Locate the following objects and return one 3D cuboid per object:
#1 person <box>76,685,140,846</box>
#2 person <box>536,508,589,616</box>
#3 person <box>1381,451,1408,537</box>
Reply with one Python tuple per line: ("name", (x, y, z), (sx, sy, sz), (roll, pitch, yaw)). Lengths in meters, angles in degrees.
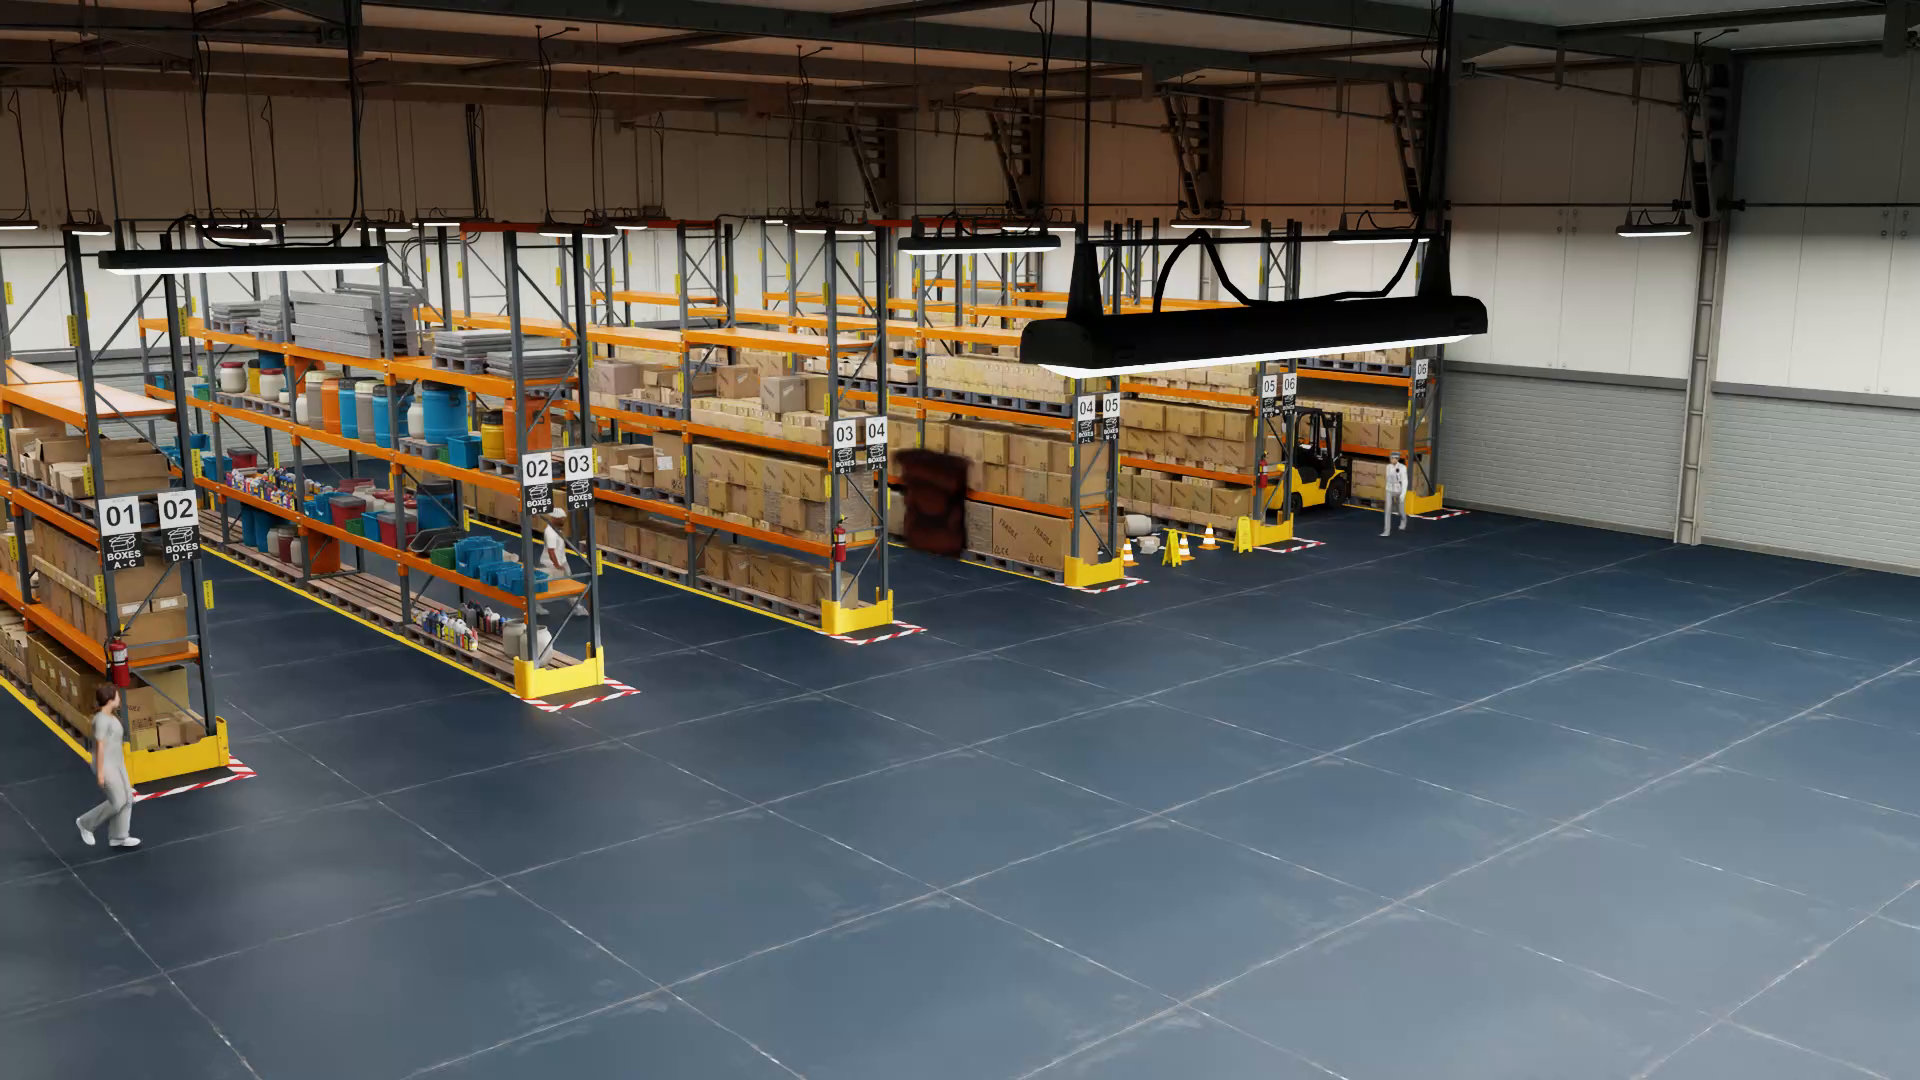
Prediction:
("person", (-8.492, 2.254, 16.471), (0.549, 1.657, 0.480), (0, 11, -1))
("person", (-6.219, 0.351, 25.662), (1.078, 1.694, 0.494), (6, 13, 29))
("person", (8.469, -0.924, 32.261), (0.451, 1.636, 0.896), (6, 13, 28))
